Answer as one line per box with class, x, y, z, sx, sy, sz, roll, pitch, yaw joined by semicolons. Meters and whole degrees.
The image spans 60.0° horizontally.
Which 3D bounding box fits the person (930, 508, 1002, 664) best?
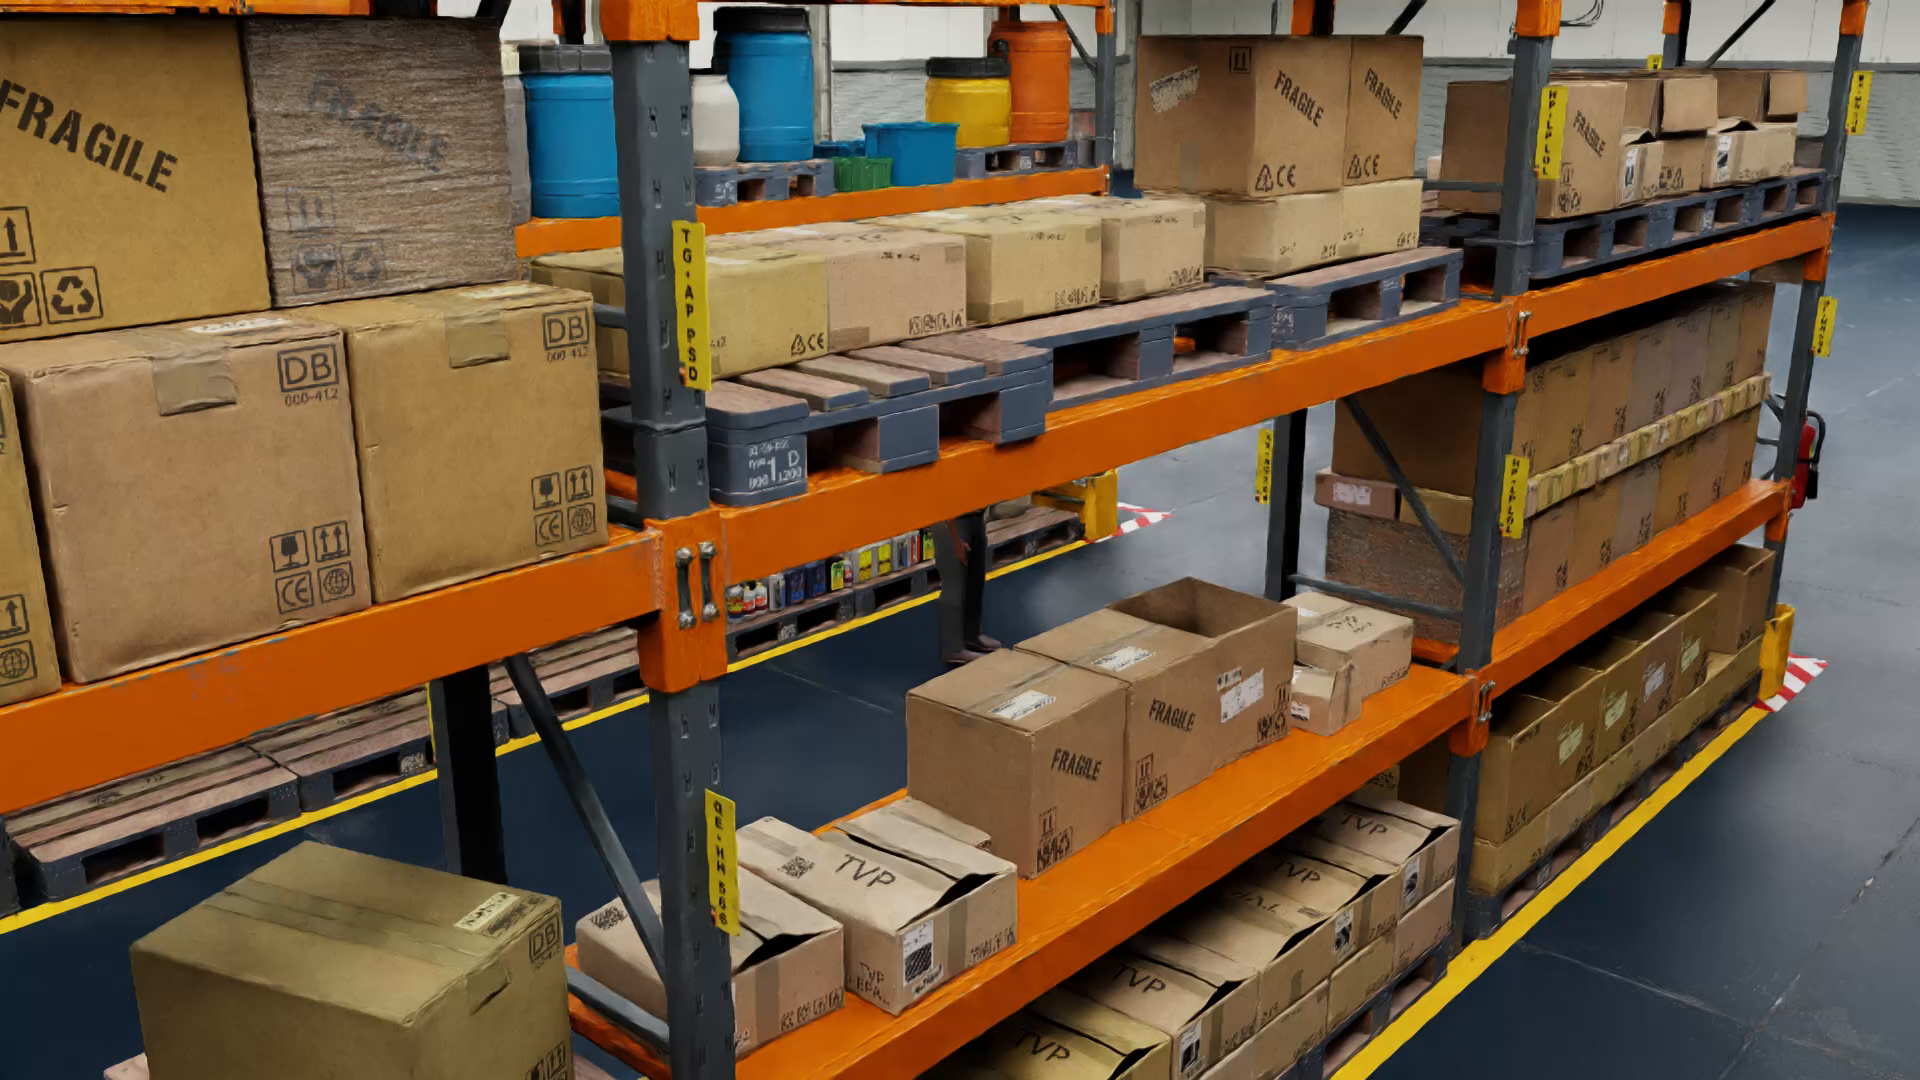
person;0.049;-0.064;10.222;0.359;1.657;0.490;11;20;33
